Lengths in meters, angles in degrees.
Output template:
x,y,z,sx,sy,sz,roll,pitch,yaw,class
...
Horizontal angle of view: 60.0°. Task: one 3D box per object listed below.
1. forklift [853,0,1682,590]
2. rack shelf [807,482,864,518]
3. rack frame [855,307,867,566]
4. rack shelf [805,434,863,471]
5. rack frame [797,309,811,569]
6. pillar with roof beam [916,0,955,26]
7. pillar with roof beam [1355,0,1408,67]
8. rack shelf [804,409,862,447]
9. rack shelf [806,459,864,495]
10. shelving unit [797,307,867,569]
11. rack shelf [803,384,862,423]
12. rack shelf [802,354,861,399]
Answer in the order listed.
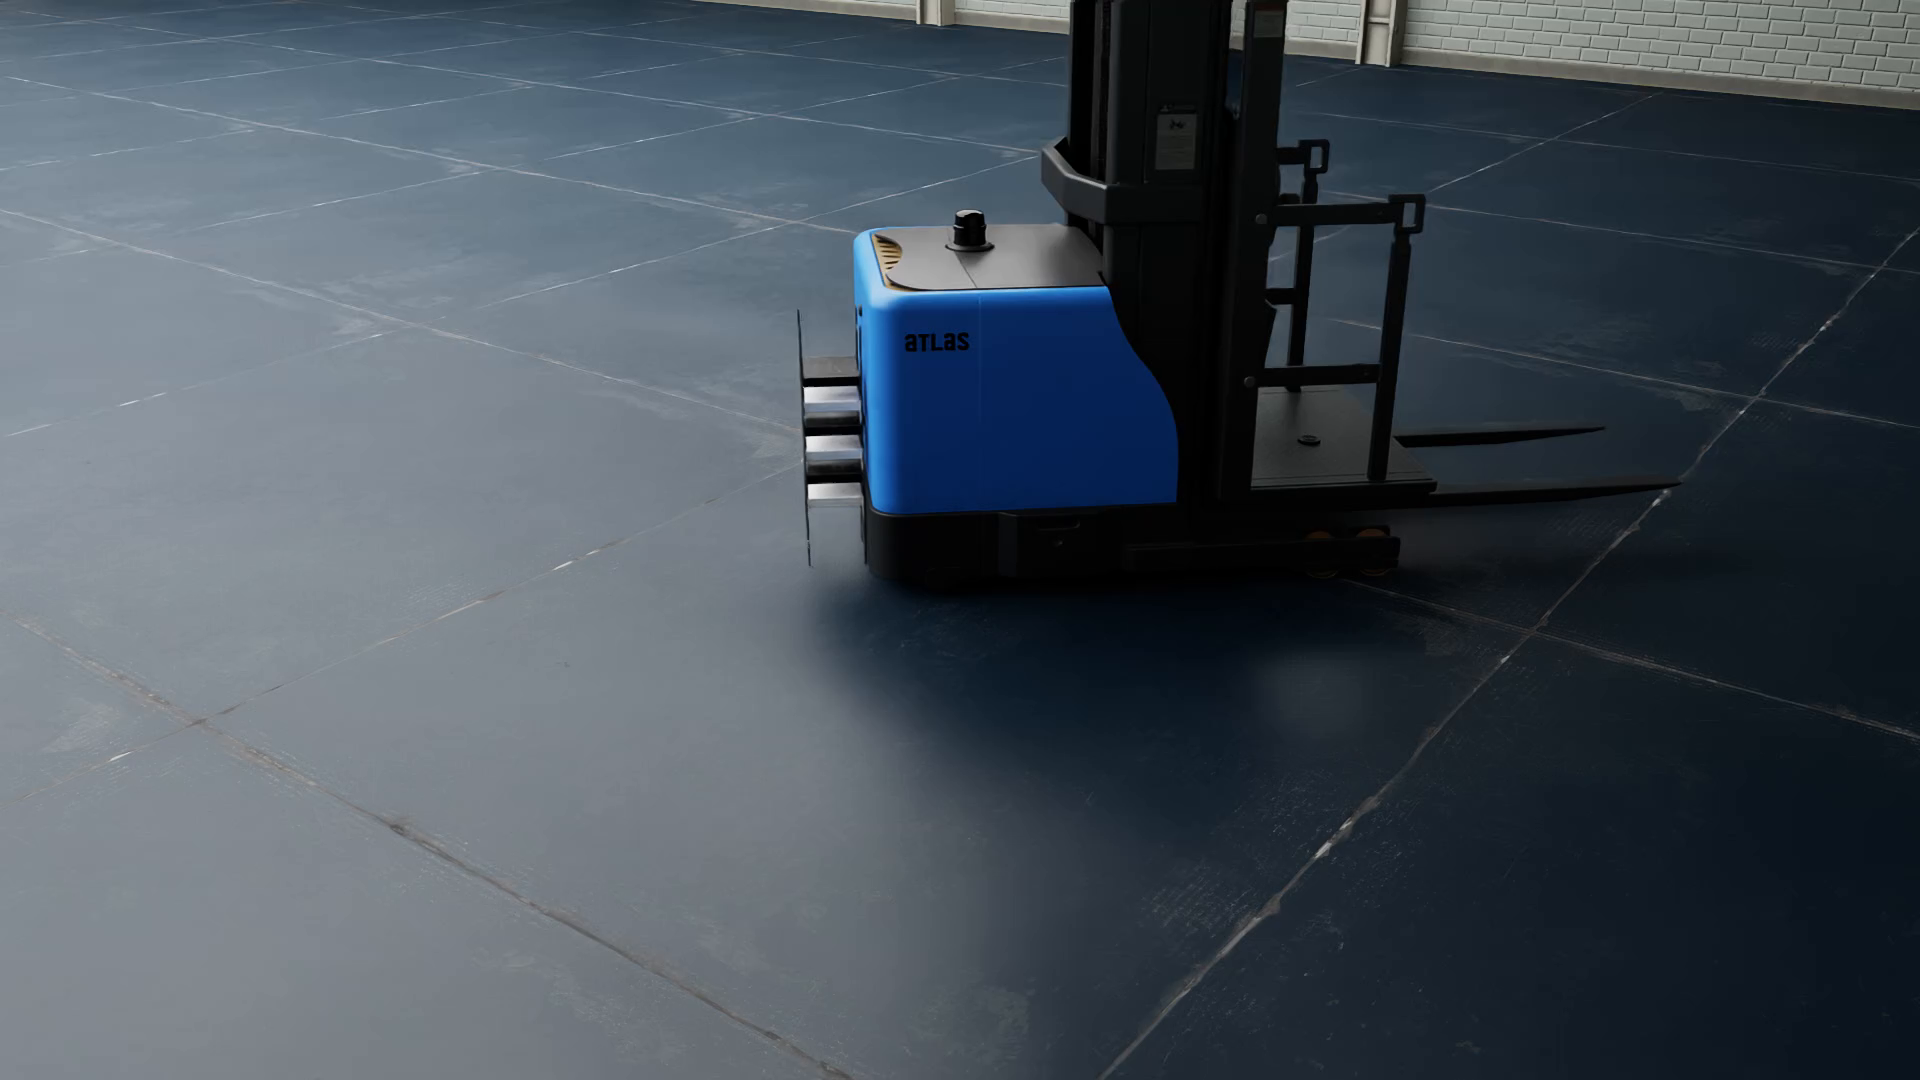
x,y,z,sx,sy,sz,roll,pitch,yaw,class
1.143,-1.412,5.819,3.031,2.935,1.130,-3,24,-6,forklift
-0.457,-0.166,6.040,0.200,0.077,0.258,-3,24,-6,rack shelf
-0.356,-0.366,5.965,0.006,0.900,0.240,-3,24,-6,rack frame
-0.457,-0.331,5.968,0.200,0.077,0.258,-3,24,-6,rack shelf
-0.558,-0.357,5.944,0.006,0.900,0.240,-3,24,-6,rack frame
-2.888,-9.300,16.196,0.400,9.000,9.100,17,29,33,pillar with roof beam
1.913,-7.849,12.903,0.400,9.000,9.100,17,29,33,pillar with roof beam
-0.457,-0.413,5.931,0.200,0.077,0.258,-3,24,-6,rack shelf
-0.457,-0.249,6.004,0.200,0.077,0.258,-3,24,-6,rack shelf
-0.457,-0.361,5.954,0.210,0.900,0.258,-3,24,-6,shelving unit
-0.457,-0.496,5.895,0.200,0.077,0.258,-3,24,-6,rack shelf
-0.457,-0.578,5.859,0.200,0.077,0.258,-3,24,-6,rack shelf
